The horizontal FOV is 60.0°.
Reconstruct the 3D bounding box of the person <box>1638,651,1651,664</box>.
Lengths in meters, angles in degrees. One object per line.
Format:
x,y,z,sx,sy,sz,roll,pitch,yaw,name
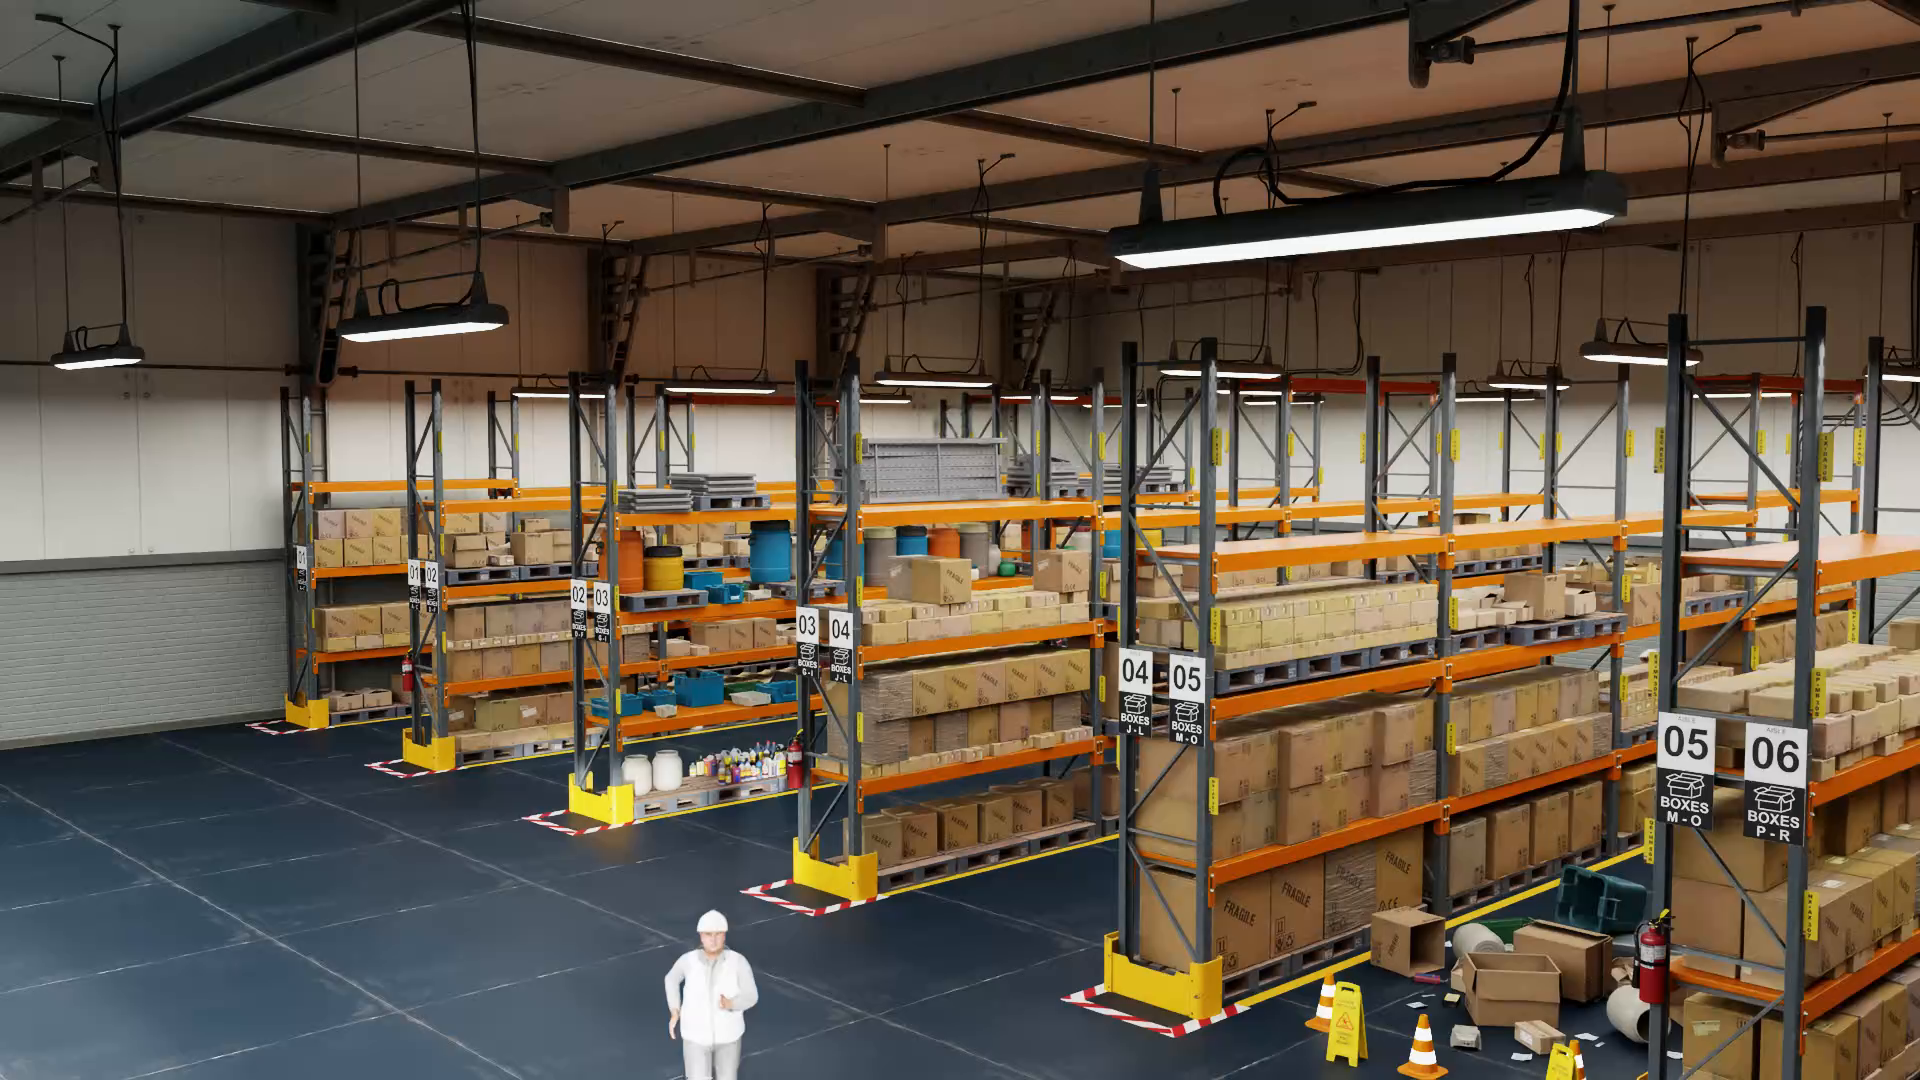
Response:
10.829,2.612,26.058,0.859,1.767,0.714,-2,4,-34,person

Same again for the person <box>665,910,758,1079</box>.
-1.746,3.518,11.733,0.633,1.822,0.825,-1,4,-13,person
